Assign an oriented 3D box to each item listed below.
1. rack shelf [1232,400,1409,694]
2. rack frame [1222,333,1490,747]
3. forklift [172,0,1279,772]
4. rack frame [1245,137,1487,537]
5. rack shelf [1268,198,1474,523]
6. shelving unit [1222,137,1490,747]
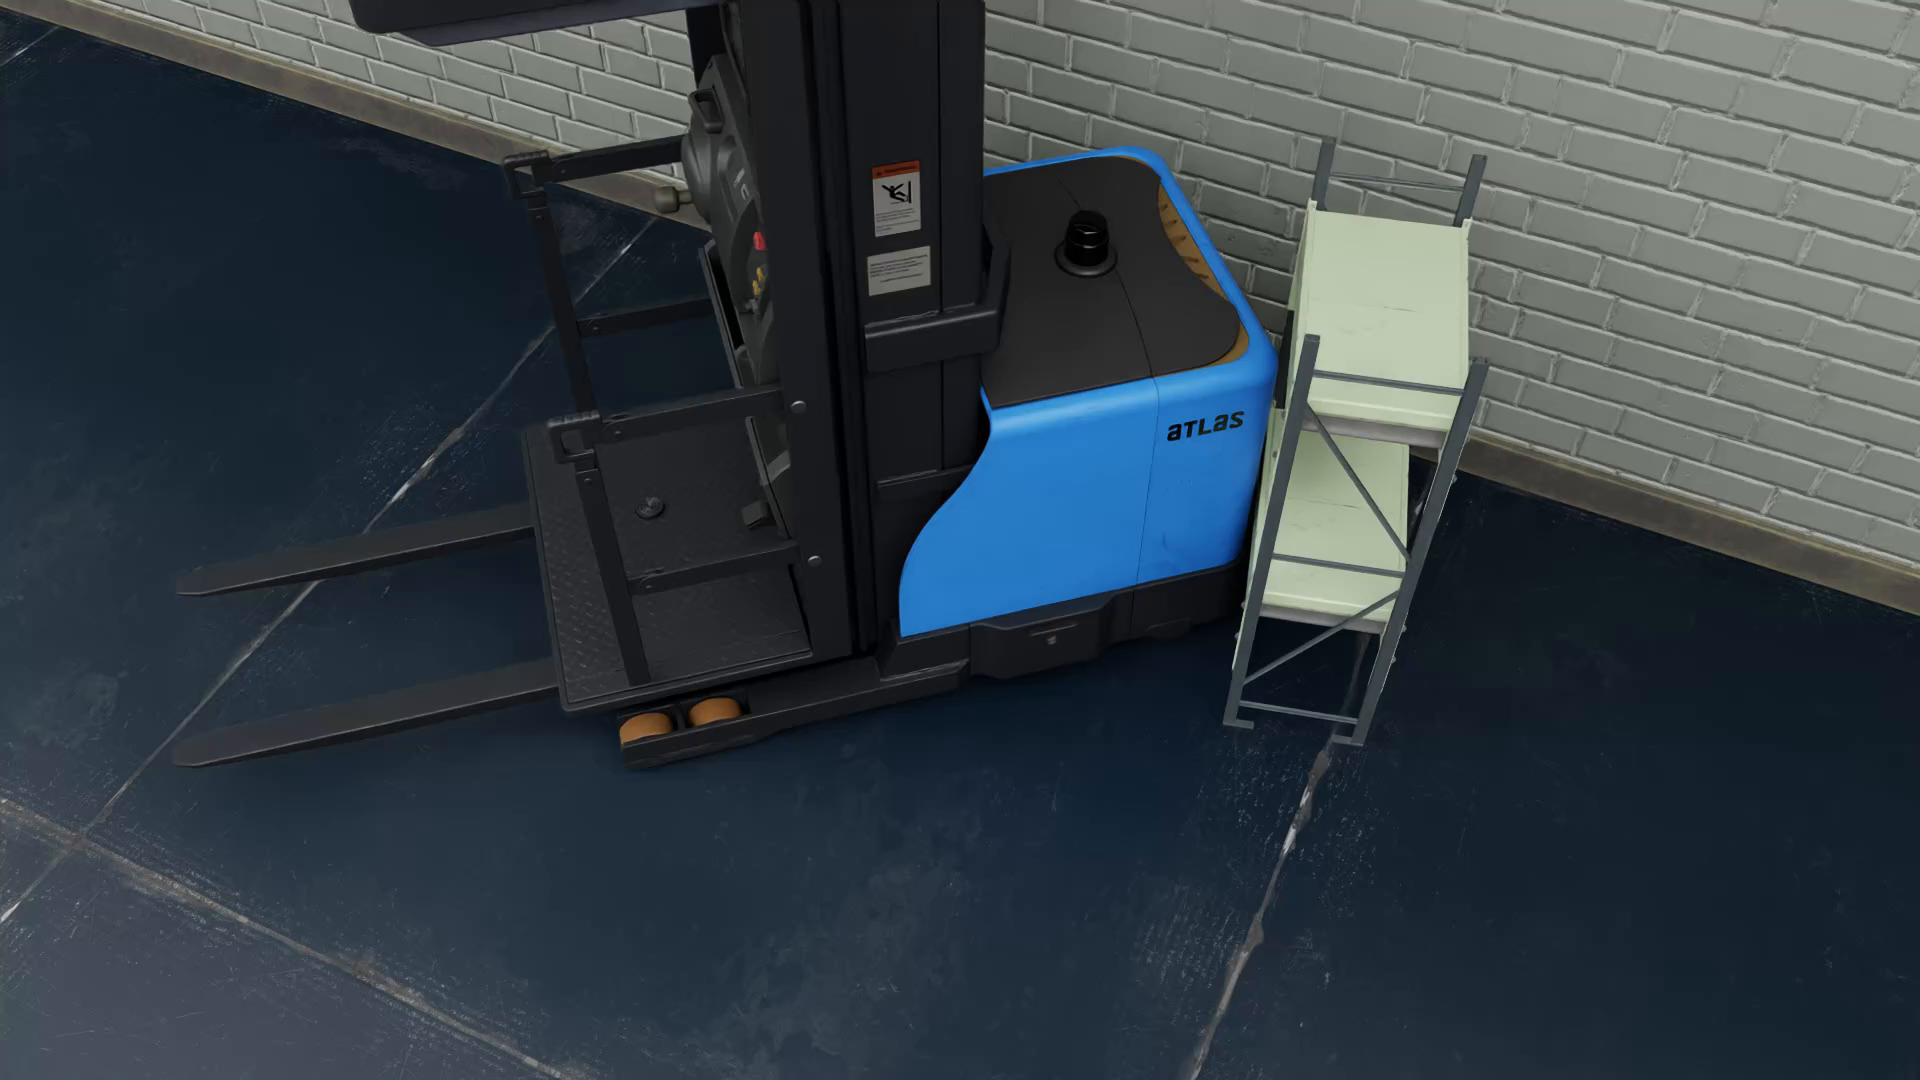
[{"bbox_3d":[1.026,0.005,4.689,0.431,0.370,0.720,8,50,7],"label":"rack shelf"},{"bbox_3d":[0.955,0.068,4.208,0.400,1.500,0.023,8,50,7],"label":"rack frame"},{"bbox_3d":[-0.739,-0.759,3.971,3.031,2.935,1.130,-12,51,-10],"label":"forklift"},{"bbox_3d":[1.096,-0.480,4.673,0.400,1.500,0.023,8,50,7],"label":"rack frame"},{"bbox_3d":[1.026,-0.459,4.143,0.431,0.370,0.720,8,50,7],"label":"rack shelf"},{"bbox_3d":[1.026,-0.206,4.441,0.431,1.500,0.755,8,50,7],"label":"shelving unit"}]
